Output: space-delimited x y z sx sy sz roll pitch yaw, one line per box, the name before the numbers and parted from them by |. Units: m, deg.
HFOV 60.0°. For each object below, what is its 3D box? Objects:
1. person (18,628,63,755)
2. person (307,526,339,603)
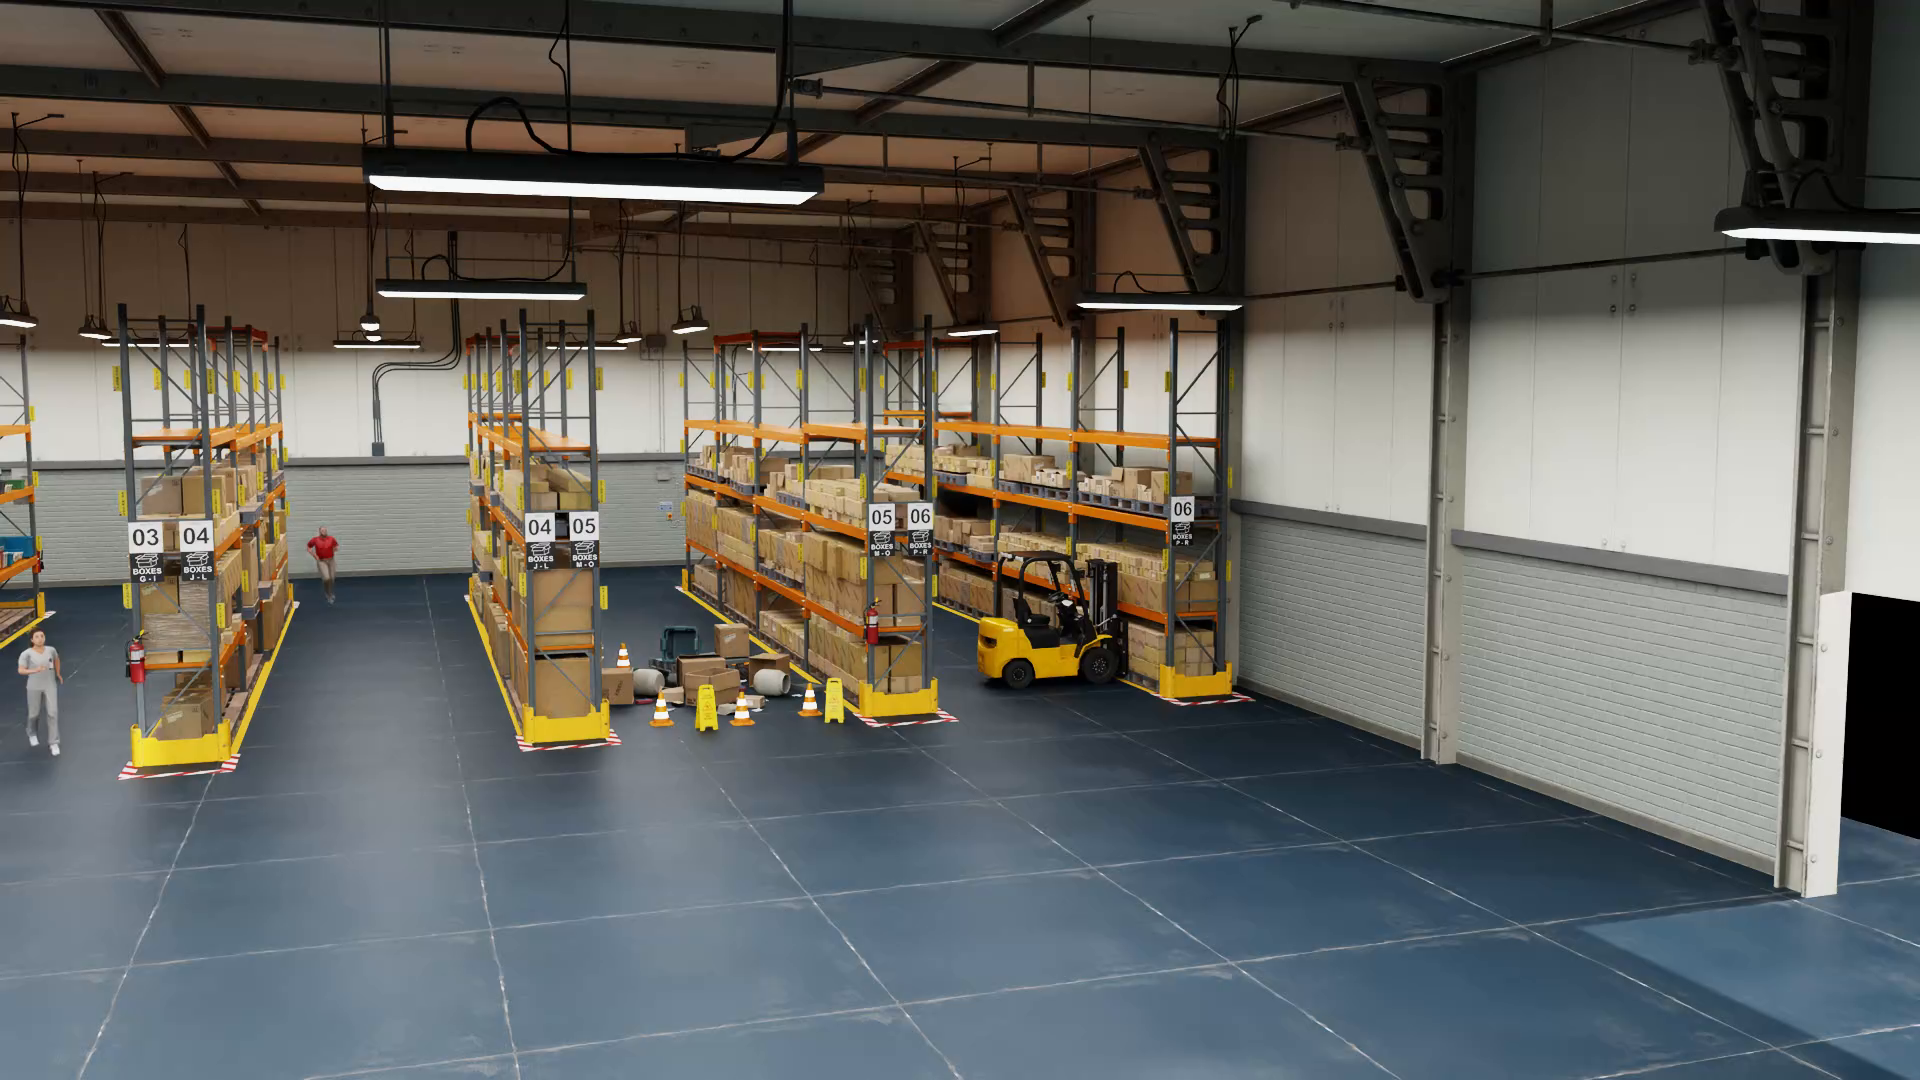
person | -12.404 2.016 22.460 0.559 1.667 0.957 -5 7 -41
person | -14.466 0.580 37.894 0.656 1.811 0.748 -5 7 -42
